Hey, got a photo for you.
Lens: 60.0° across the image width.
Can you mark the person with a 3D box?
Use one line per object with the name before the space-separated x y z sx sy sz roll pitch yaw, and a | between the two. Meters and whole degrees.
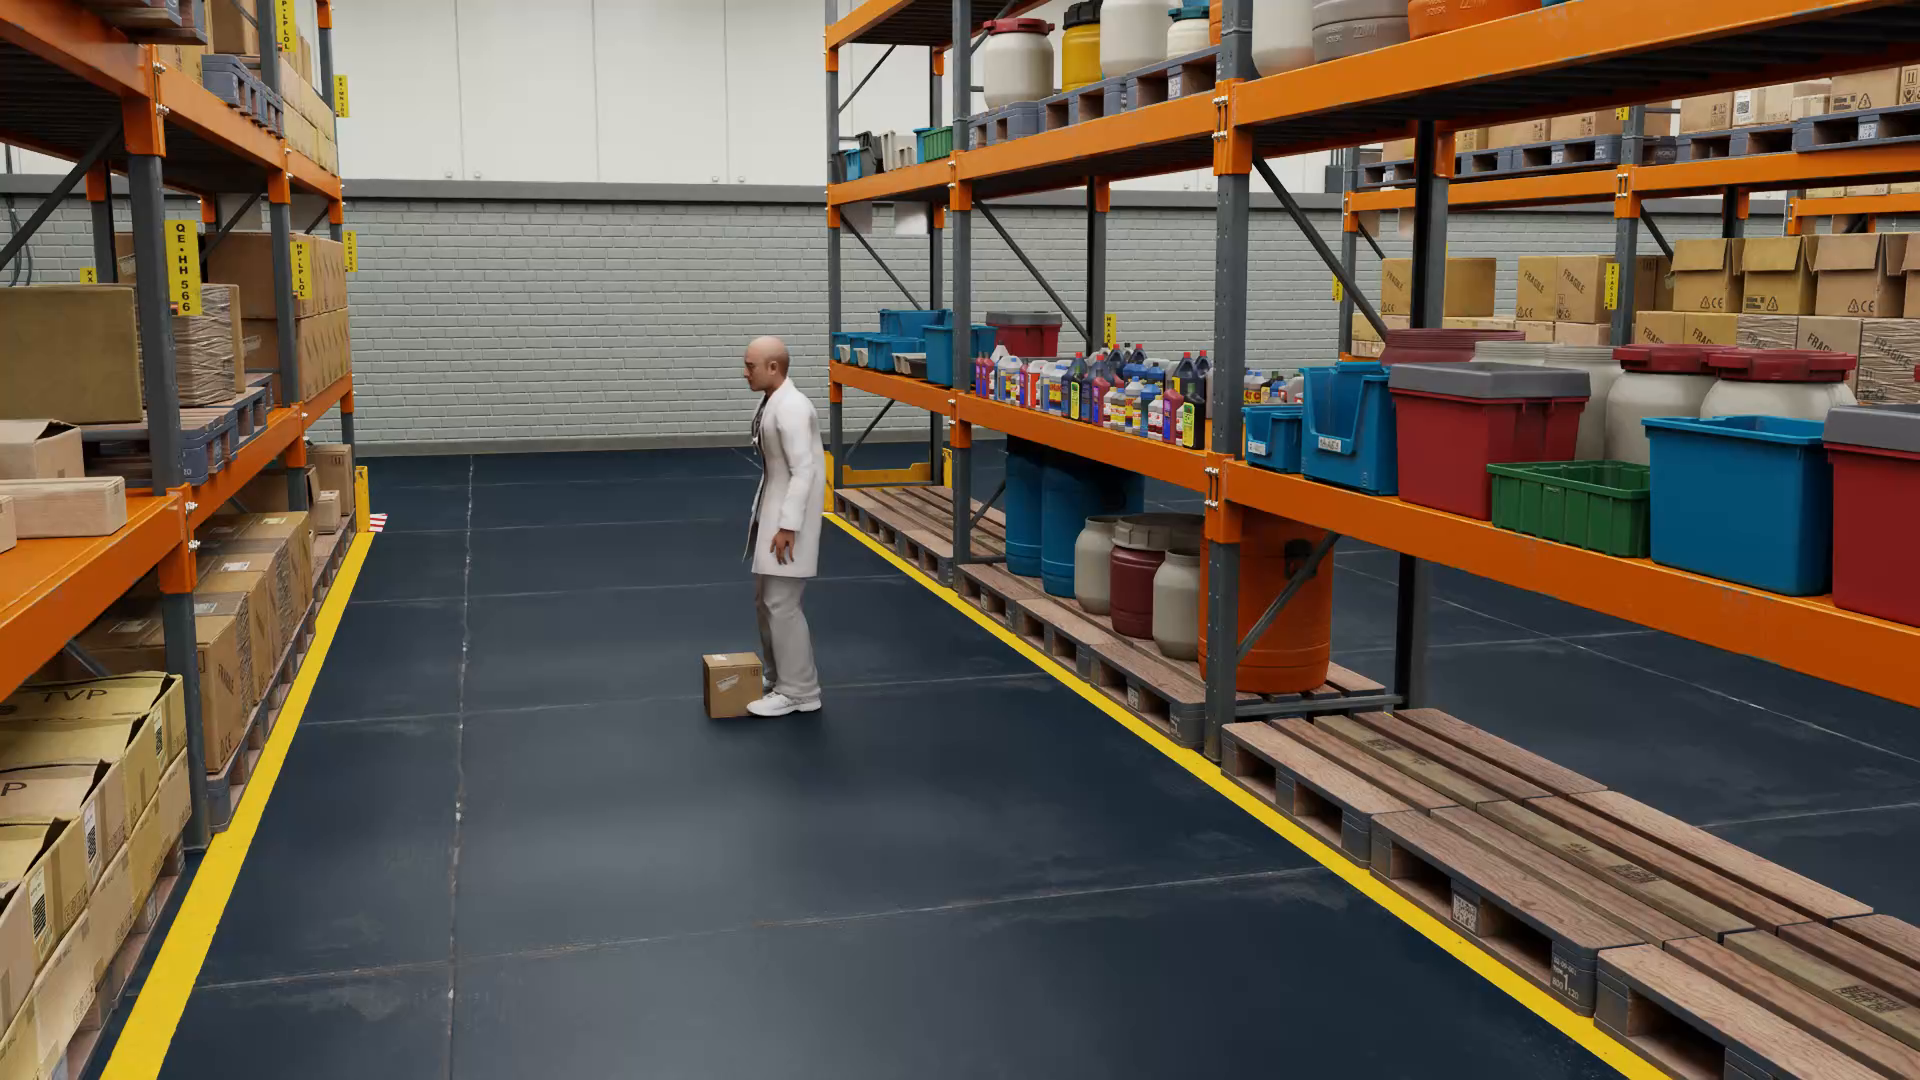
person | -0.848 -0.073 7.876 0.415 1.774 0.655 -3 10 -17
